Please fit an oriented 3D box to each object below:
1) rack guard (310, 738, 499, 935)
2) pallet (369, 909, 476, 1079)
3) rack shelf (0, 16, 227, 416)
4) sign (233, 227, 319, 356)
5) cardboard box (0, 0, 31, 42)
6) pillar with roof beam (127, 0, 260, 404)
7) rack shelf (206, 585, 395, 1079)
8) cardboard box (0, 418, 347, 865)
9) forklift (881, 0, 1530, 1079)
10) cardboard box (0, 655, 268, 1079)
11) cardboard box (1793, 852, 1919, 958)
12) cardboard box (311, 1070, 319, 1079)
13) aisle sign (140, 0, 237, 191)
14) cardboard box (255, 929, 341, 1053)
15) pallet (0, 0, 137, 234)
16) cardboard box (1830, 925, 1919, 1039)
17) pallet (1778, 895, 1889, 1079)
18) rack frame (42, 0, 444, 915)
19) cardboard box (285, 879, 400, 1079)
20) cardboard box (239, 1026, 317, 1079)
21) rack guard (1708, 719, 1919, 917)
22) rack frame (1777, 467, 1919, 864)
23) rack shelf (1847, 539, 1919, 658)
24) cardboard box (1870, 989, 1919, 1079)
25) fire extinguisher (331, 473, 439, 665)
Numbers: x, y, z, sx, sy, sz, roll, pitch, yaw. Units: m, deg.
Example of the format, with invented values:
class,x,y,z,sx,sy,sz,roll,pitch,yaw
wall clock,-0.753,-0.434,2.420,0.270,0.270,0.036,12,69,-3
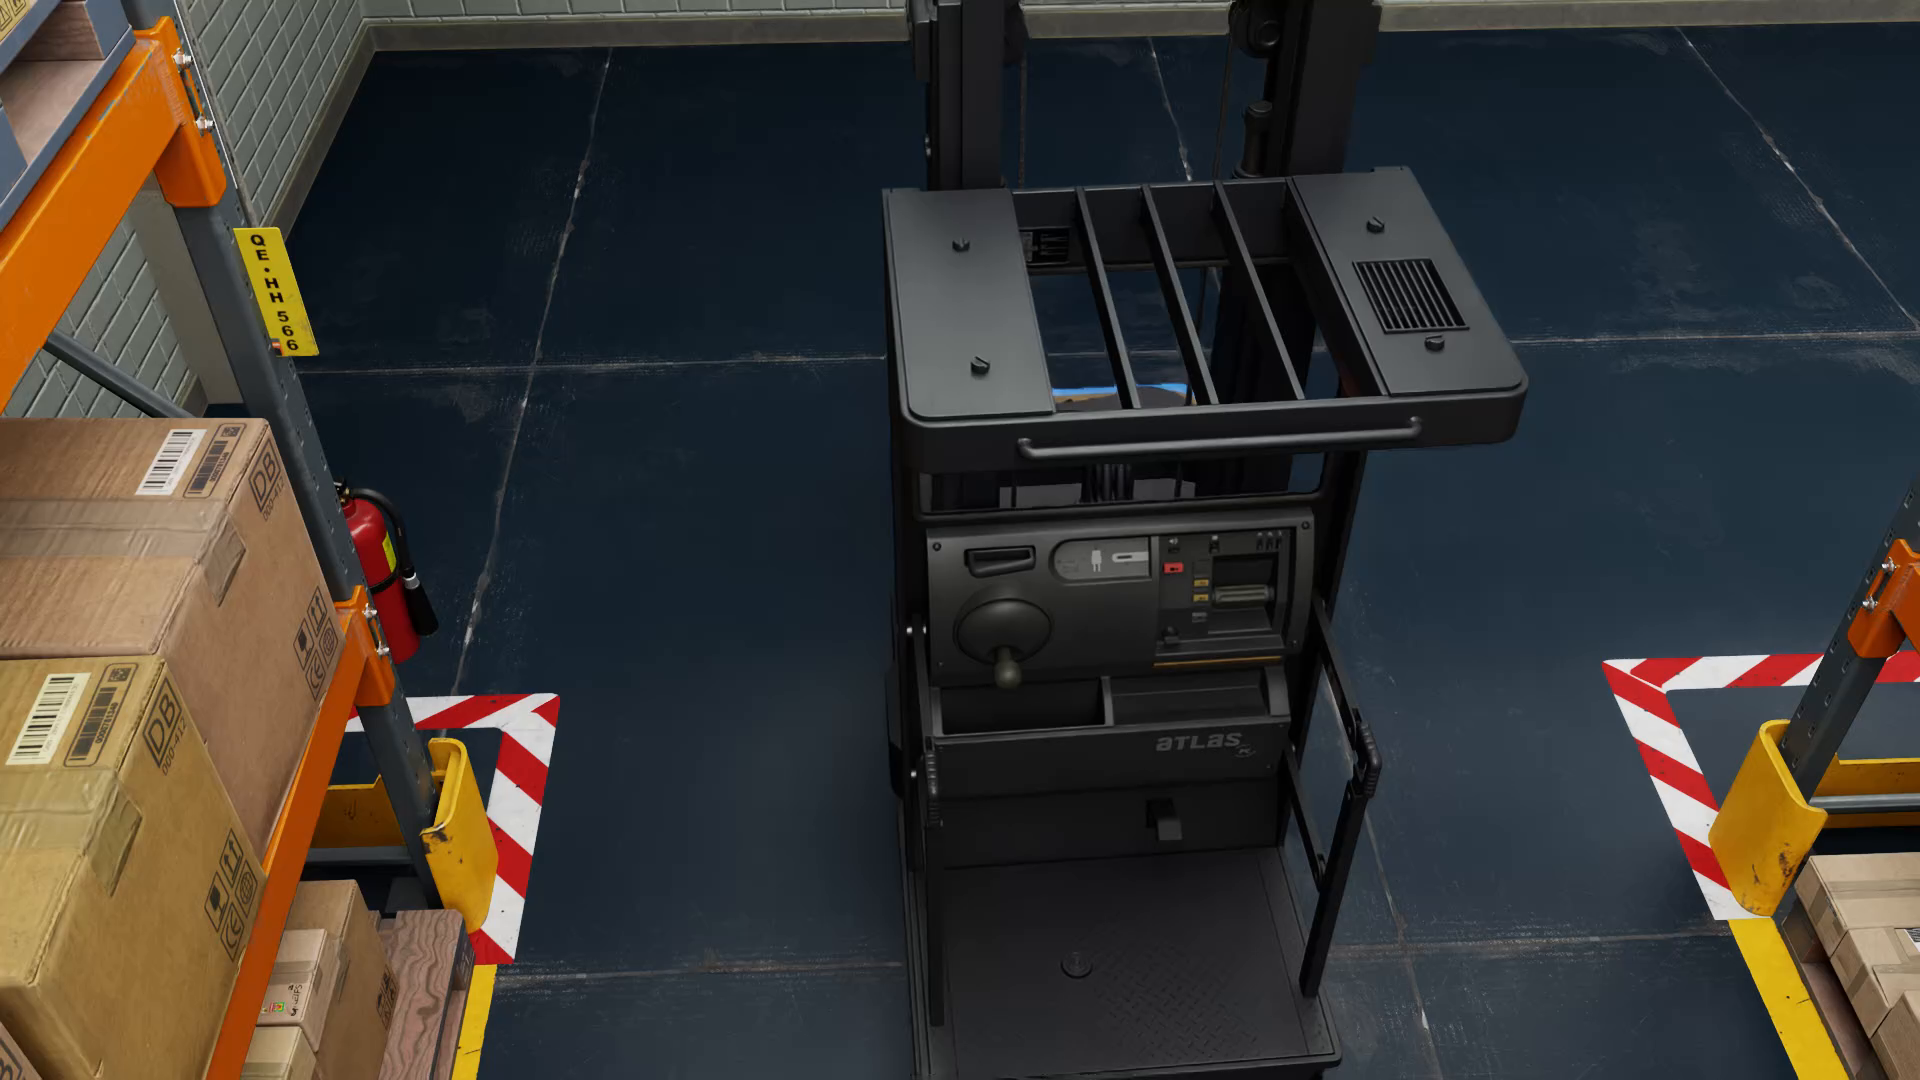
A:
class,x,y,z,sx,sy,sz,roll,pitch,yaw
rack guard,-2.014,0.896,4.902,1.175,0.500,0.348,-2,43,-2
pallet,-1.901,1.557,4.396,1.003,0.211,1.213,-2,43,-2
rack shelf,-1.928,0.501,1.796,1.077,0.370,4.000,-2,43,-2
sign,-1.471,-0.529,3.575,0.100,0.325,0.005,-2,43,-2
cardboard box,-1.717,-0.764,2.370,0.500,0.250,0.500,0,43,0
pillar with roof beam,1.309,-4.142,4.109,9.100,9.000,0.400,-2,43,-2
rack shelf,-1.928,1.607,2.810,1.077,0.370,4.000,-2,43,-2
cardboard box,-1.982,0.225,3.563,0.980,0.700,0.700,0,43,0
forklift,0.407,0.227,3.833,1.130,2.935,3.031,-3,43,-4
cardboard box,-1.940,0.715,3.028,0.980,0.700,0.700,-2,43,-2
cardboard box,2.610,1.028,4.693,0.380,0.149,0.250,-2,43,-2
cardboard box,-1.862,1.565,3.862,0.700,0.500,0.500,-2,43,-2
aisle sign,-1.717,-1.024,3.224,0.394,0.787,0.004,-2,43,-2
cardboard box,-1.696,1.070,3.922,0.380,0.149,0.250,-2,43,-2
pallet,-1.971,-0.581,2.510,1.003,0.211,1.213,-2,43,-2
cardboard box,2.621,1.190,4.503,0.380,0.166,0.250,-2,43,-2
pallet,2.974,1.464,4.497,1.003,0.211,1.213,-2,43,-2
rack frame,-2.013,-0.009,4.040,1.000,3.000,0.127,-2,43,-2
cardboard box,-1.884,1.228,4.230,0.700,0.500,0.500,-2,43,-2
cardboard box,-1.685,1.242,3.734,0.380,0.149,0.250,-1,43,-1
rack guard,2.939,0.819,4.986,1.175,0.500,0.348,-2,43,-2
rack frame,2.936,-0.154,4.198,1.000,3.000,0.127,-2,43,-2
rack shelf,3.021,1.462,2.968,1.077,0.370,4.000,-2,43,-2
cardboard box,2.697,1.411,4.200,0.500,0.250,0.500,-2,43,-2
fire extinguisher,-1.559,0.042,4.317,0.296,0.674,0.183,-2,43,-2
